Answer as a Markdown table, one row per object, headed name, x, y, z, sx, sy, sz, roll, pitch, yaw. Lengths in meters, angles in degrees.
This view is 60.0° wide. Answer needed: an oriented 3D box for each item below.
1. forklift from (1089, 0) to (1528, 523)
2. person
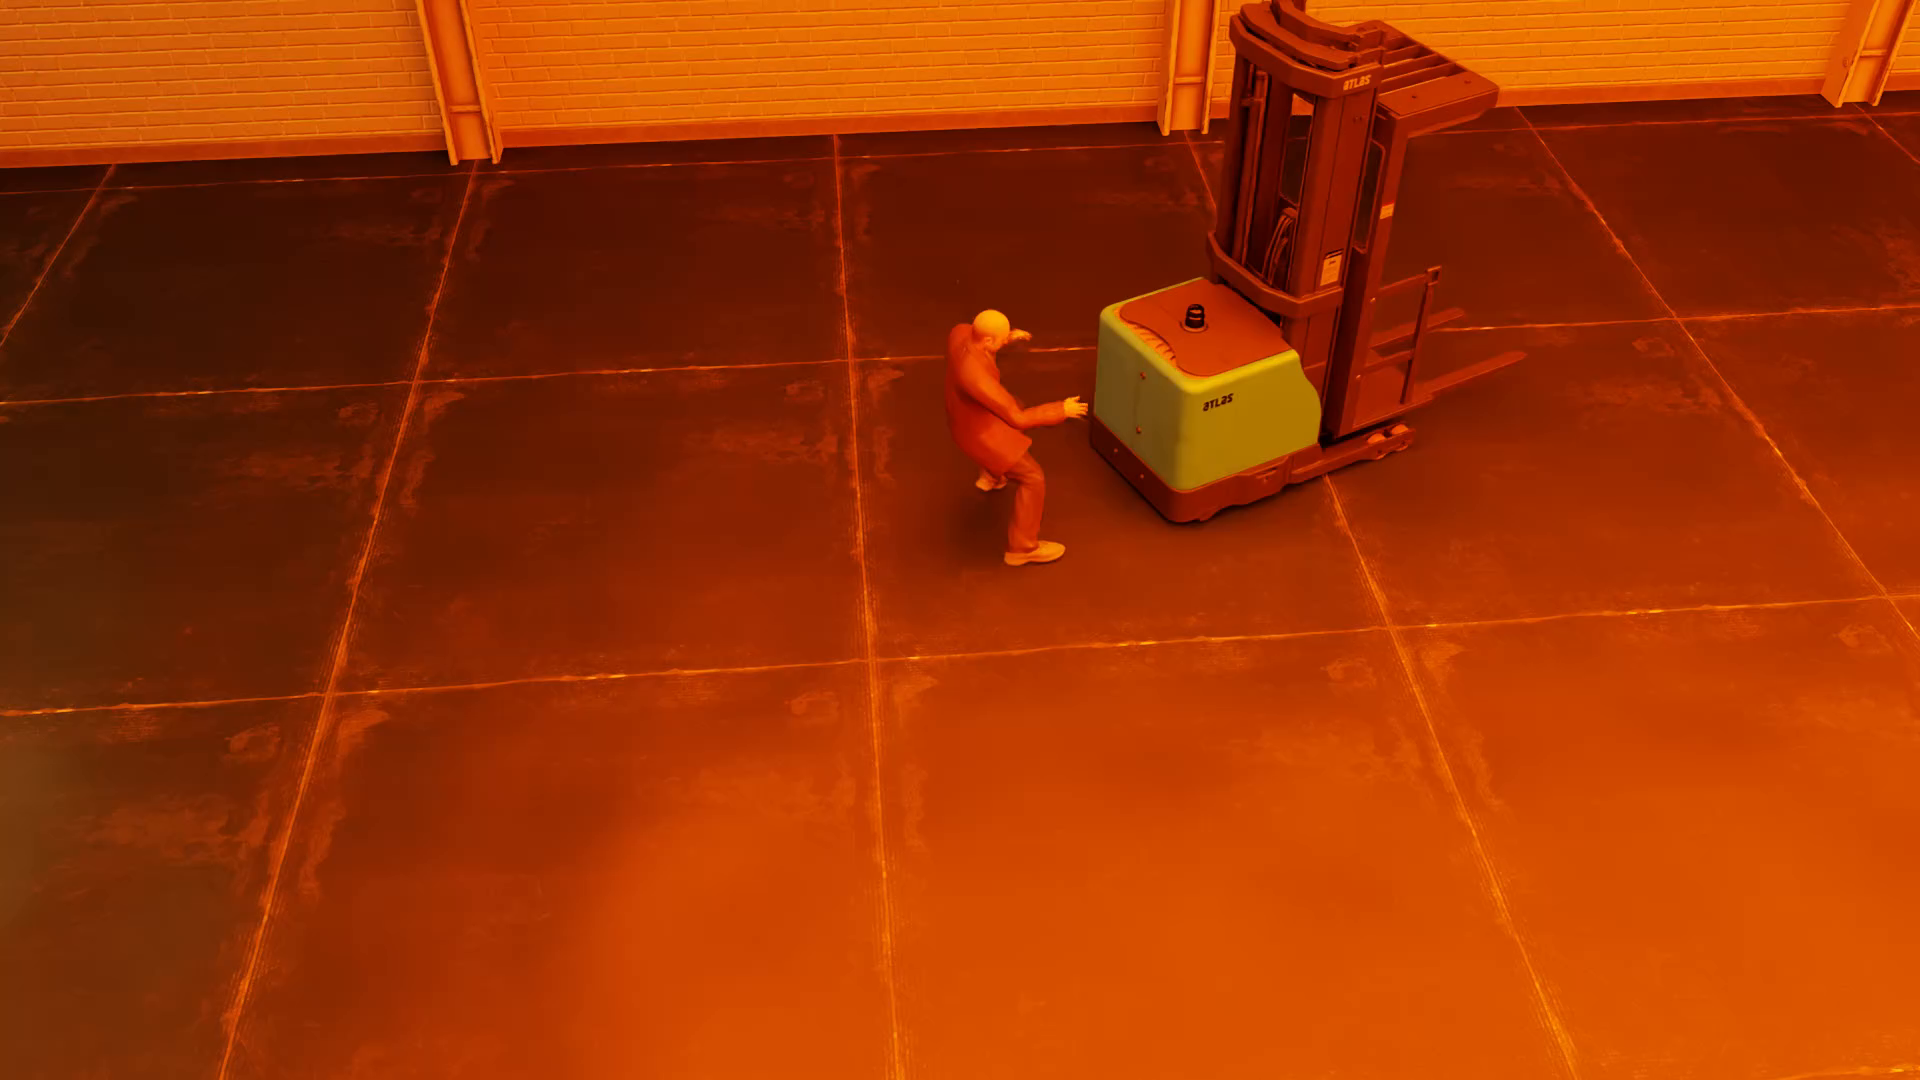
| name | x | y | z | sx | sy | sz | roll | pitch | yaw |
| --- | --- | --- | --- | --- | --- | --- | --- | --- | --- |
| forklift | 2.384 | -1.917 | 10.179 | 3.031 | 2.935 | 1.130 | -20 | 44 | -22 |
| person | 0.303 | -0.751 | 9.867 | 0.786 | 1.561 | 0.986 | -8 | 41 | -9 |
